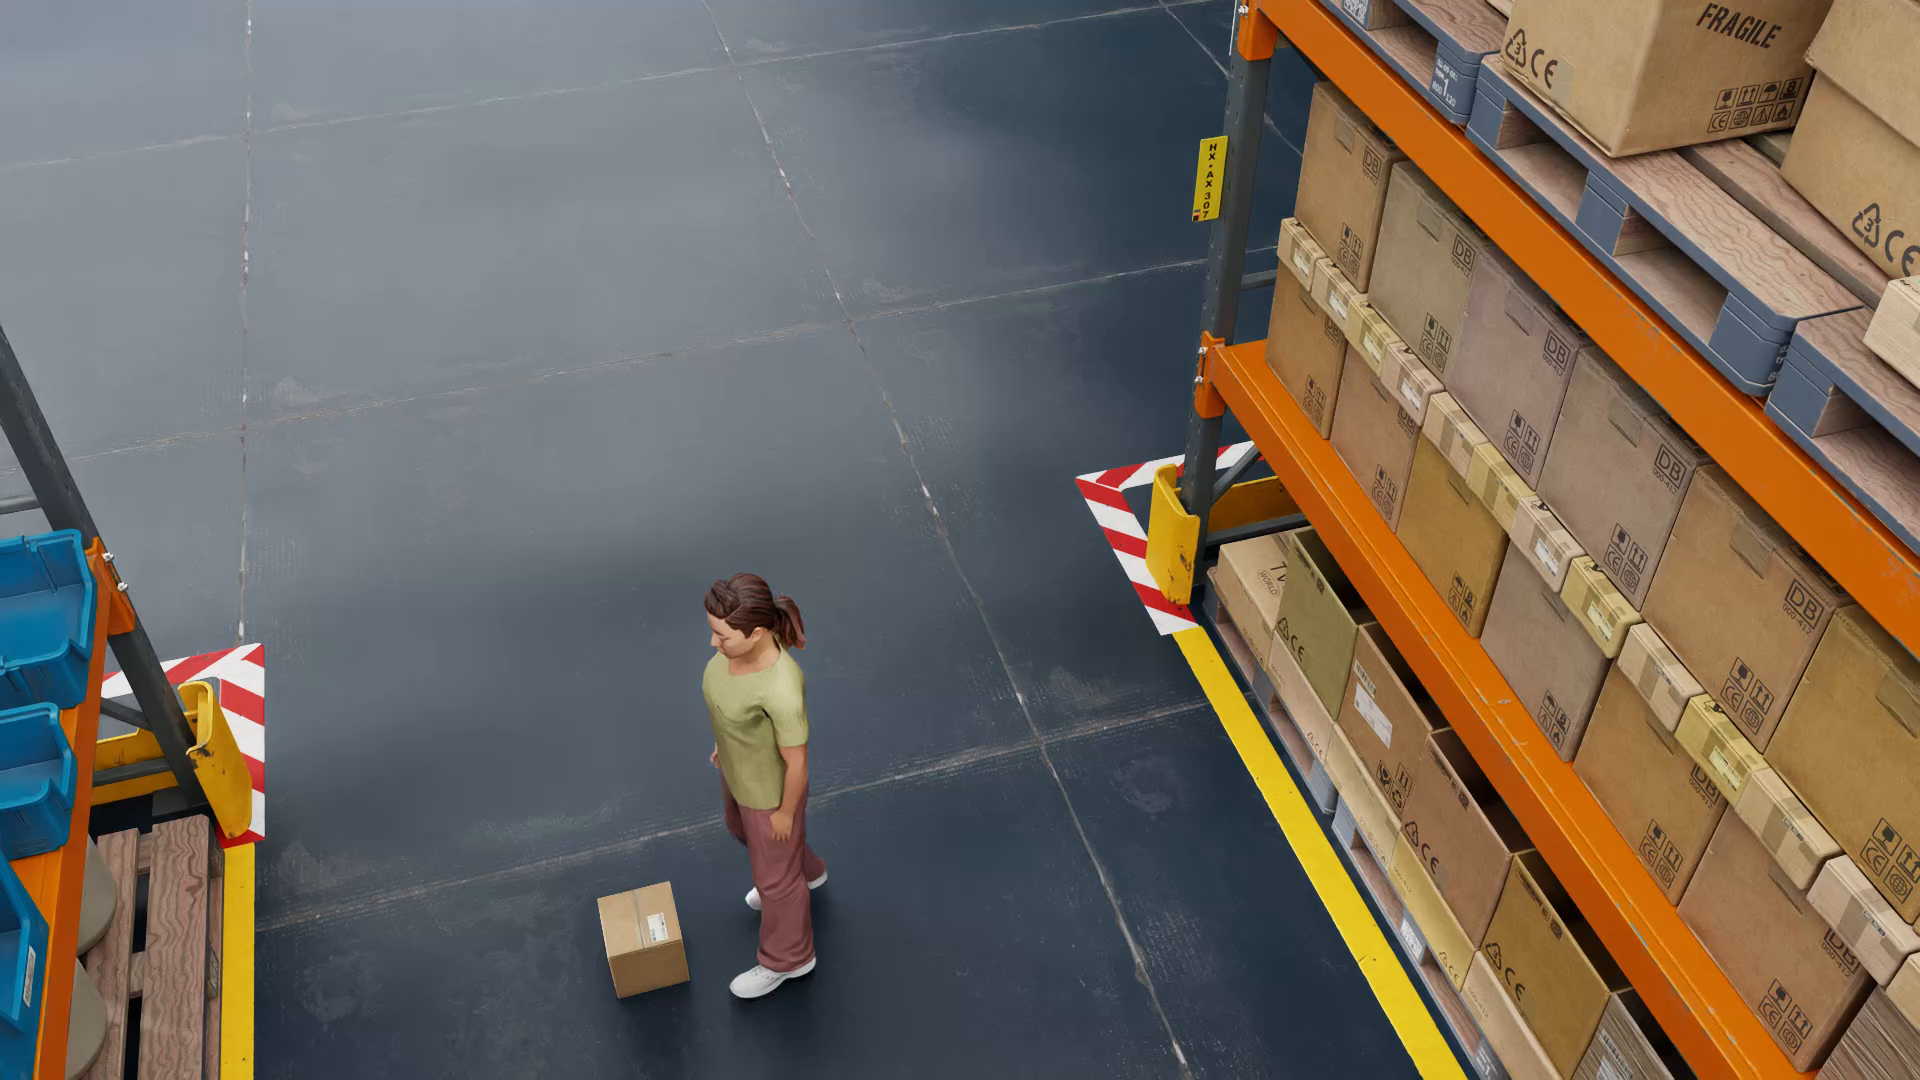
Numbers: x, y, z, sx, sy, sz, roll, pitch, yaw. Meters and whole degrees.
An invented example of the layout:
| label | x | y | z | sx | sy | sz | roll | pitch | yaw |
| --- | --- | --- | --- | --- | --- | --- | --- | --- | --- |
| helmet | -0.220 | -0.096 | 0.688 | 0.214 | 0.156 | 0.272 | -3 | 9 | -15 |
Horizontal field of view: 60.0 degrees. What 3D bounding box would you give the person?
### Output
| label | x | y | z | sx | sy | sz | roll | pitch | yaw |
| --- | --- | --- | --- | --- | --- | --- | --- | --- | --- |
| person | -0.641 | 0.762 | 5.317 | 0.470 | 1.690 | 0.474 | -17 | 45 | -18 |
